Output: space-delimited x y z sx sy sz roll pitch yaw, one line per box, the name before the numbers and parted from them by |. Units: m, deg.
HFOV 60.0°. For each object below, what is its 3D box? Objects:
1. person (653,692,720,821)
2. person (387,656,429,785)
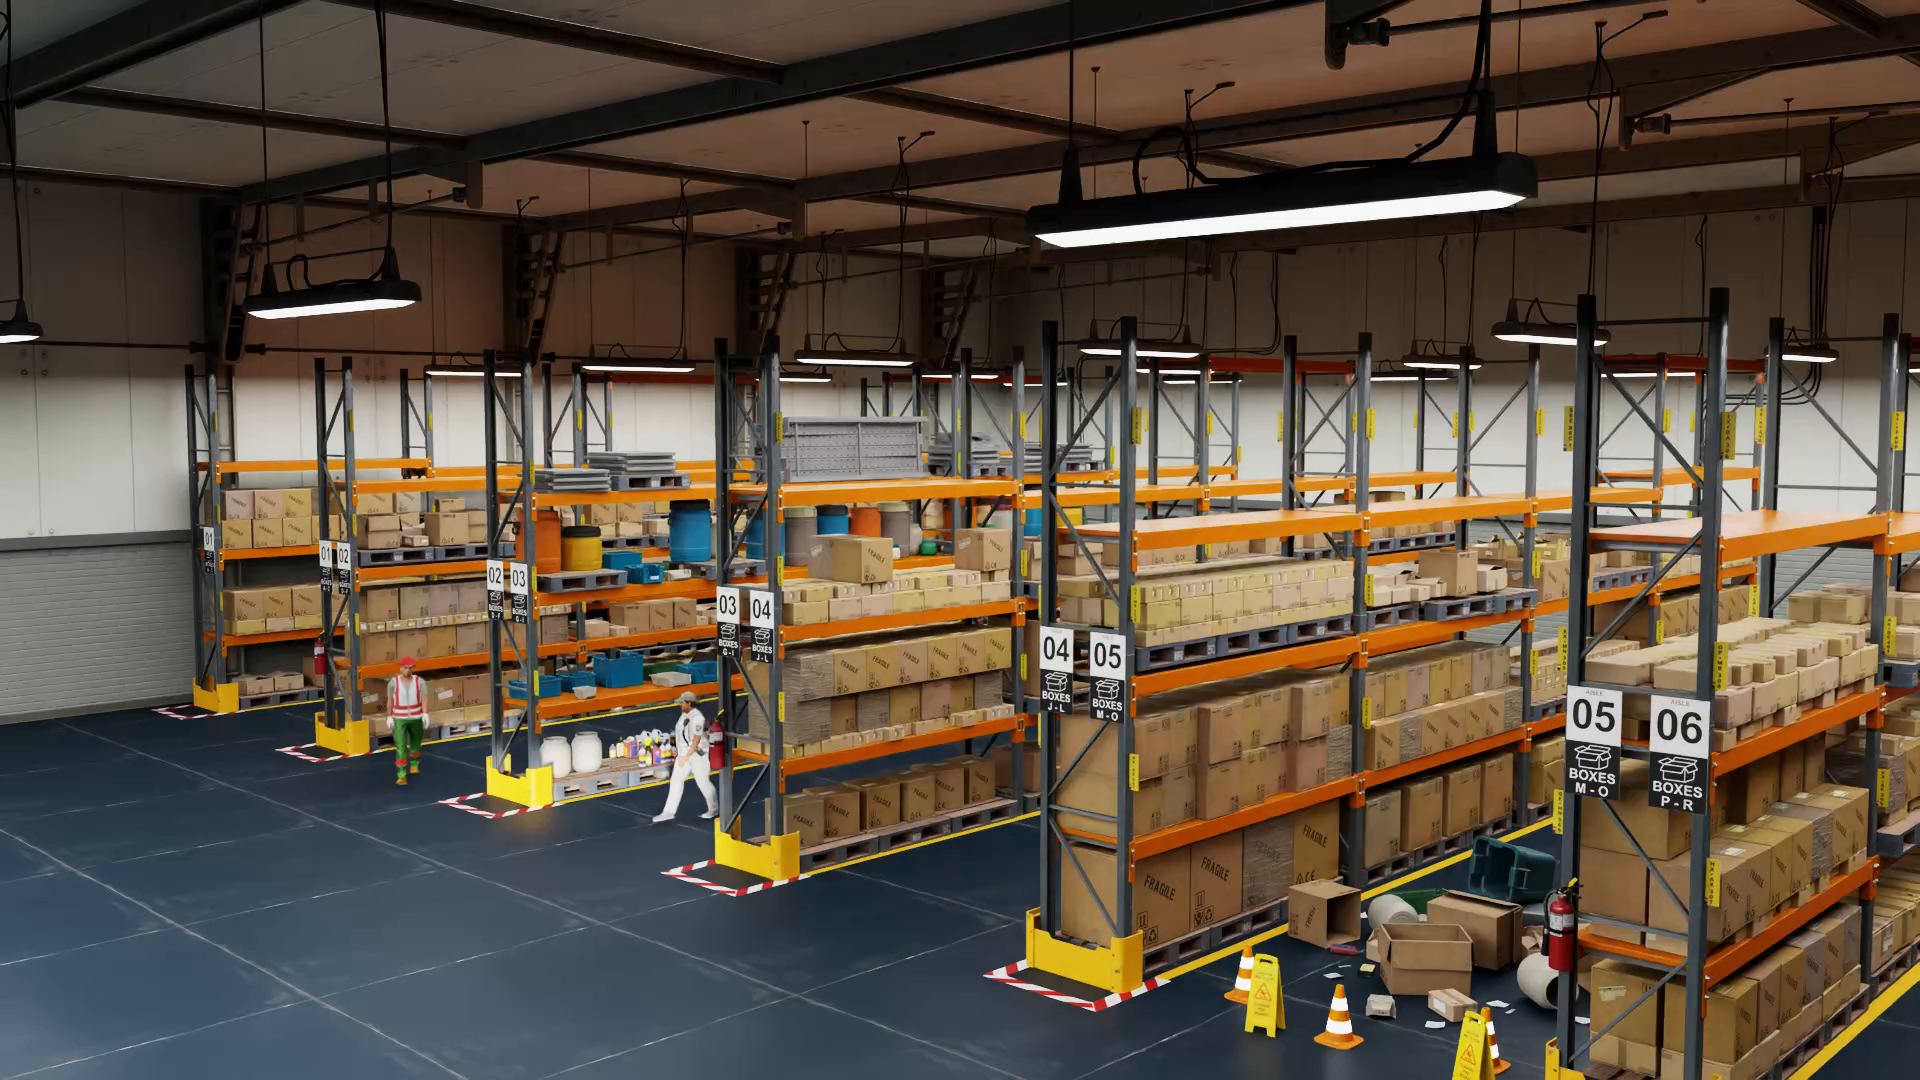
person | -3.447 2.726 20.982 0.908 1.627 0.501 -4 6 -39
person | -7.750 2.511 23.365 0.535 1.765 0.946 -2 5 -29
